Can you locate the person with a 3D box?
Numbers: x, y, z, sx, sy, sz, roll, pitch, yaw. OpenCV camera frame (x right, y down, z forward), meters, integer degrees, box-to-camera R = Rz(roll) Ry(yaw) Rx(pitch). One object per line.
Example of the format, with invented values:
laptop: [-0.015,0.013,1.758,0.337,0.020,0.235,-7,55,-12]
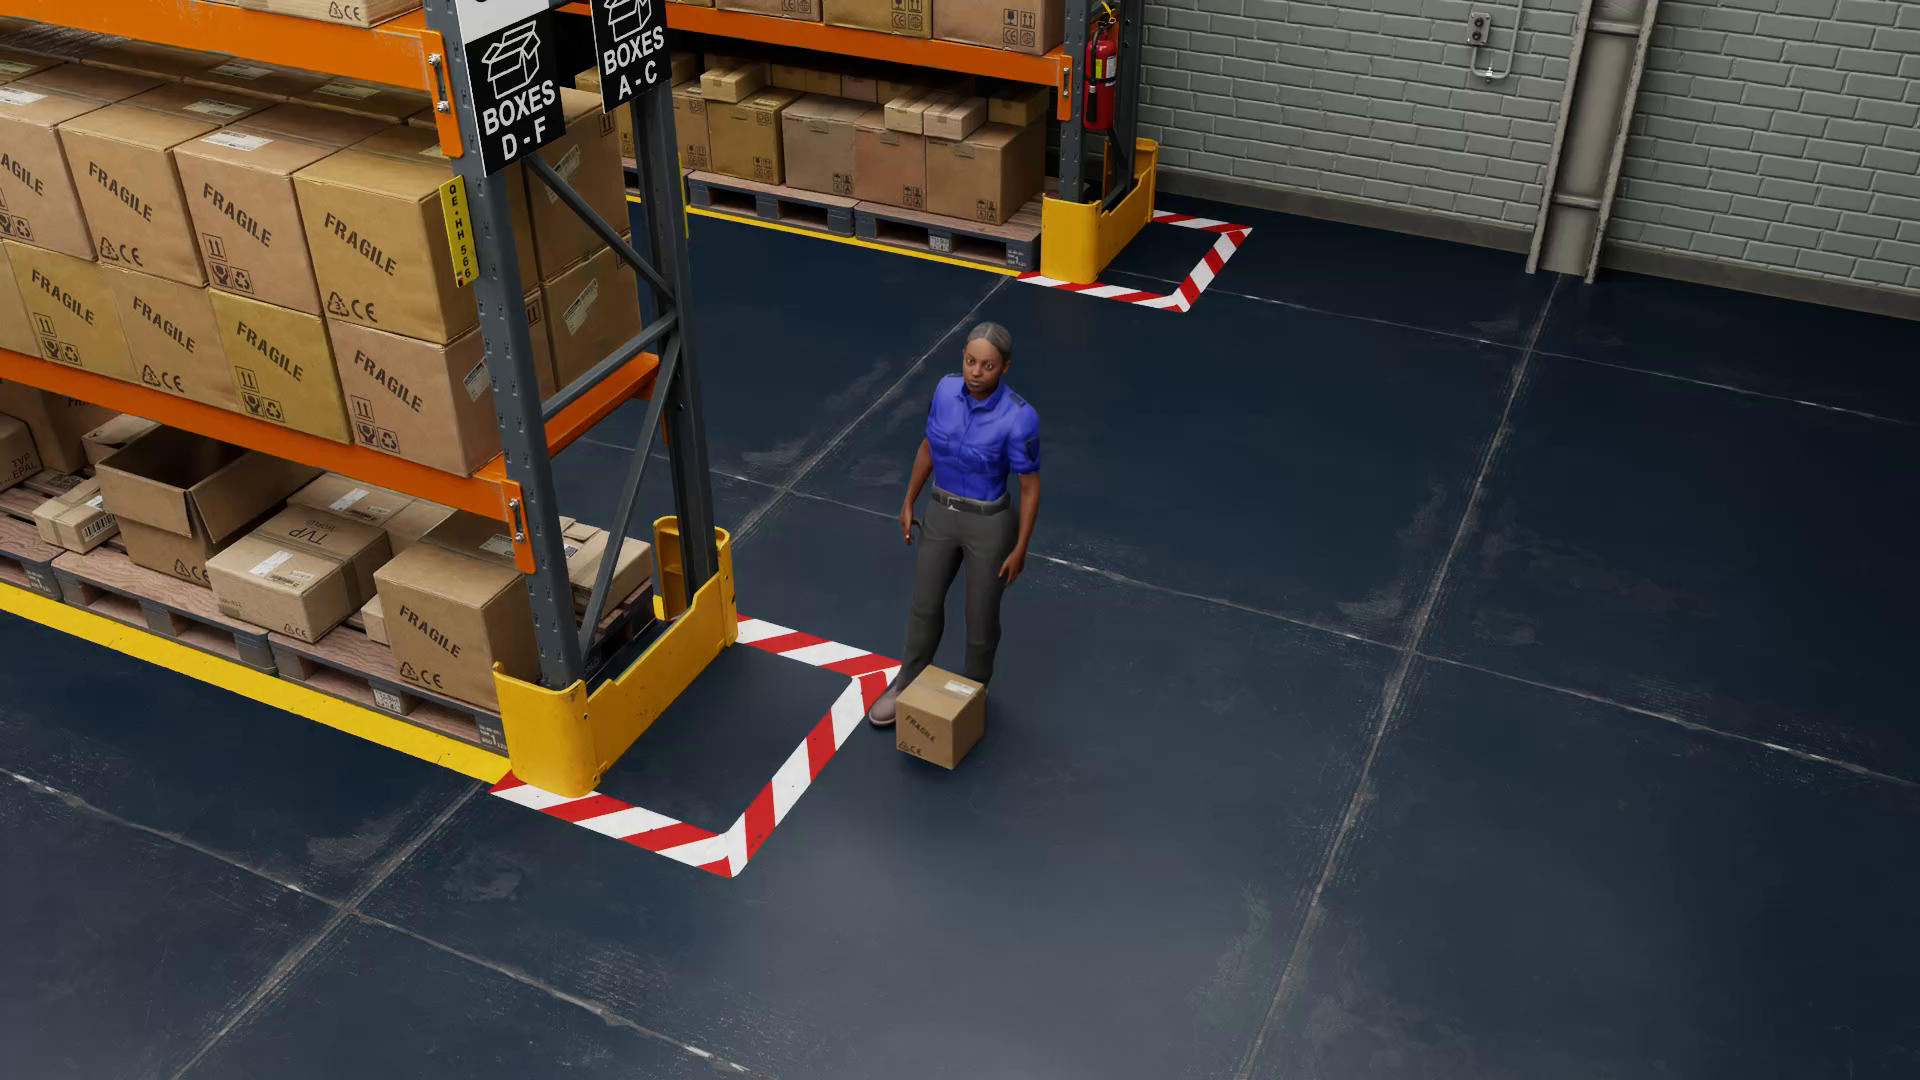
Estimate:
person: [-0.014,-0.010,6.147,0.567,1.654,0.504,18,38,25]
